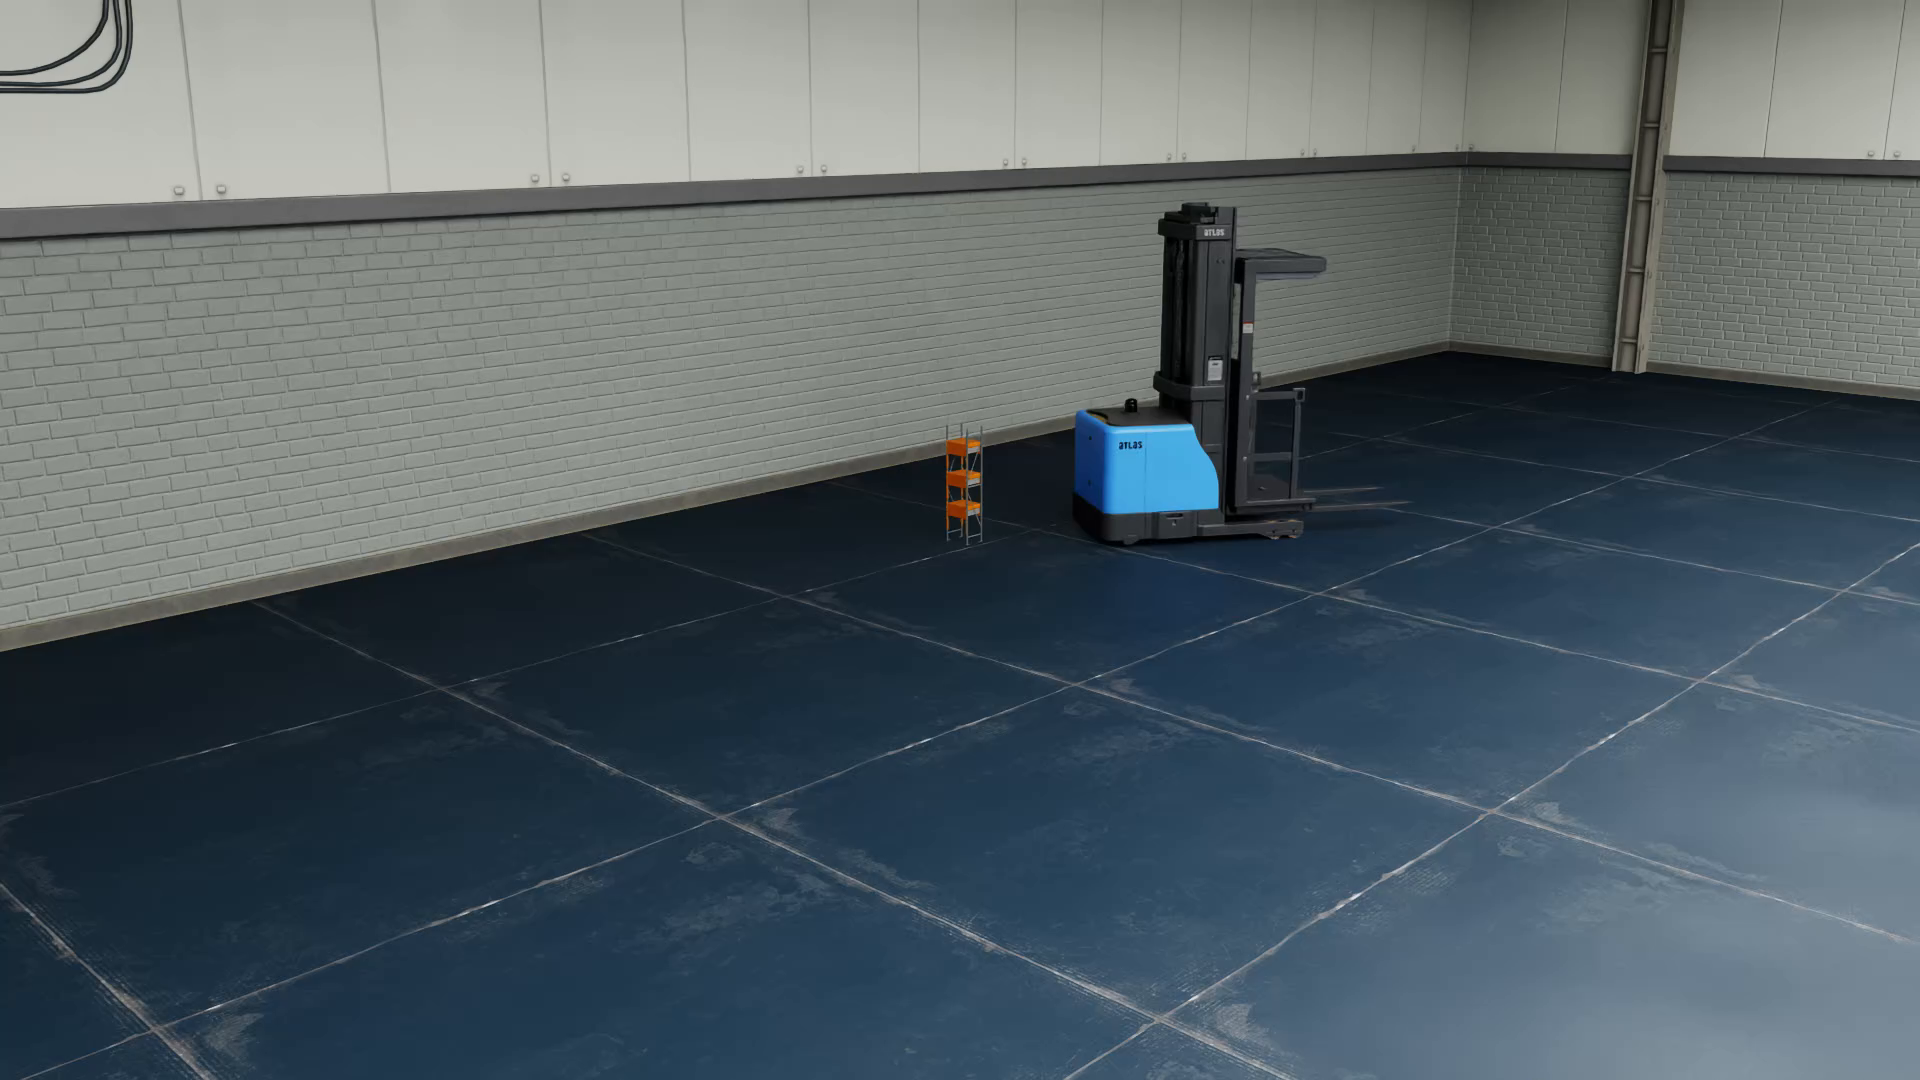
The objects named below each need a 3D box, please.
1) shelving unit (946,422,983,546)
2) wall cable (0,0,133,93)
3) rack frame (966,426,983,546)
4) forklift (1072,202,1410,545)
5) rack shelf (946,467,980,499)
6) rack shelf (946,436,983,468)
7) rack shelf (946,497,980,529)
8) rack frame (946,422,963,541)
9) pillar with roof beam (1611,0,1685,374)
[{"bbox_3d":[0.039,-0.499,14.764,0.252,1.050,0.215,14,20,42],"label":"shelving unit"},{"bbox_3d":[-6.622,-5.246,10.472,0.169,6.003,2.305,14,20,42],"label":"wall cable"},{"bbox_3d":[0.126,-0.477,14.682,0.008,1.050,0.200,14,20,42],"label":"rack frame"},{"bbox_3d":[2.621,-1.549,15.065,3.031,2.935,1.130,-3,15,-13],"label":"forklift"},{"bbox_3d":[0.039,-0.488,14.766,0.240,0.259,0.215,14,20,42],"label":"rack shelf"},{"bbox_3d":[0.039,-0.763,14.695,0.240,0.259,0.215,14,20,42],"label":"rack shelf"},{"bbox_3d":[0.039,-0.219,14.837,0.240,0.259,0.215,14,20,42],"label":"rack shelf"},{"bbox_3d":[-0.049,-0.520,14.846,0.008,1.050,0.200,14,20,42],"label":"rack frame"},{"bbox_3d":[6.856,-6.060,20.343,0.400,9.000,9.100,14,20,42],"label":"pillar with roof beam"}]
